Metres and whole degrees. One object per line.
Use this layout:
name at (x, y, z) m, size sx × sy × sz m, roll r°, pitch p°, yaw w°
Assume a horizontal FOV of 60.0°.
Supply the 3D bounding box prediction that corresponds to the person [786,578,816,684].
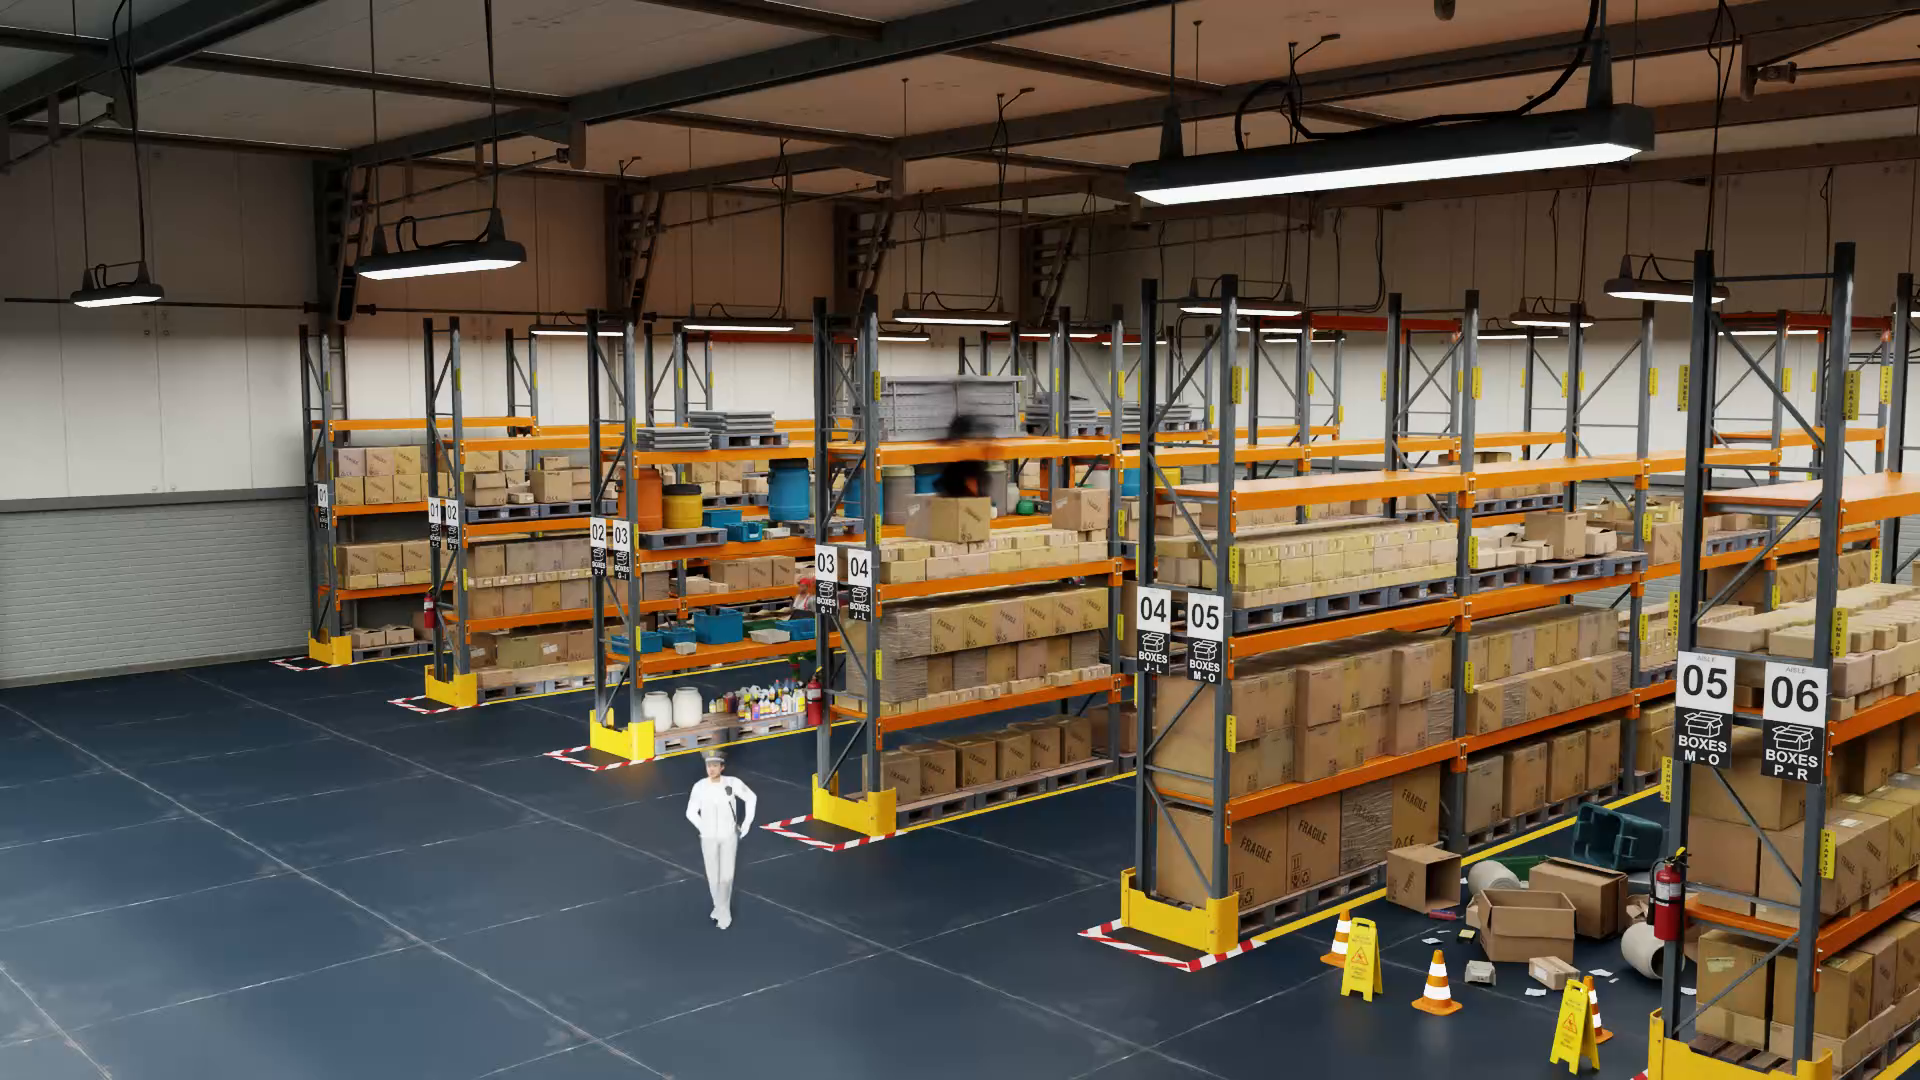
person at (-2.593, 1.503, 27.637) m, size 0.657 × 1.758 × 0.850 m, roll 4°, pitch 7°, yaw 37°

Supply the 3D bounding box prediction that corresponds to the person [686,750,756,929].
person at (-2.237, 2.777, 15.510) m, size 0.623 × 1.678 × 0.654 m, roll 0°, pitch 6°, yaw 1°
